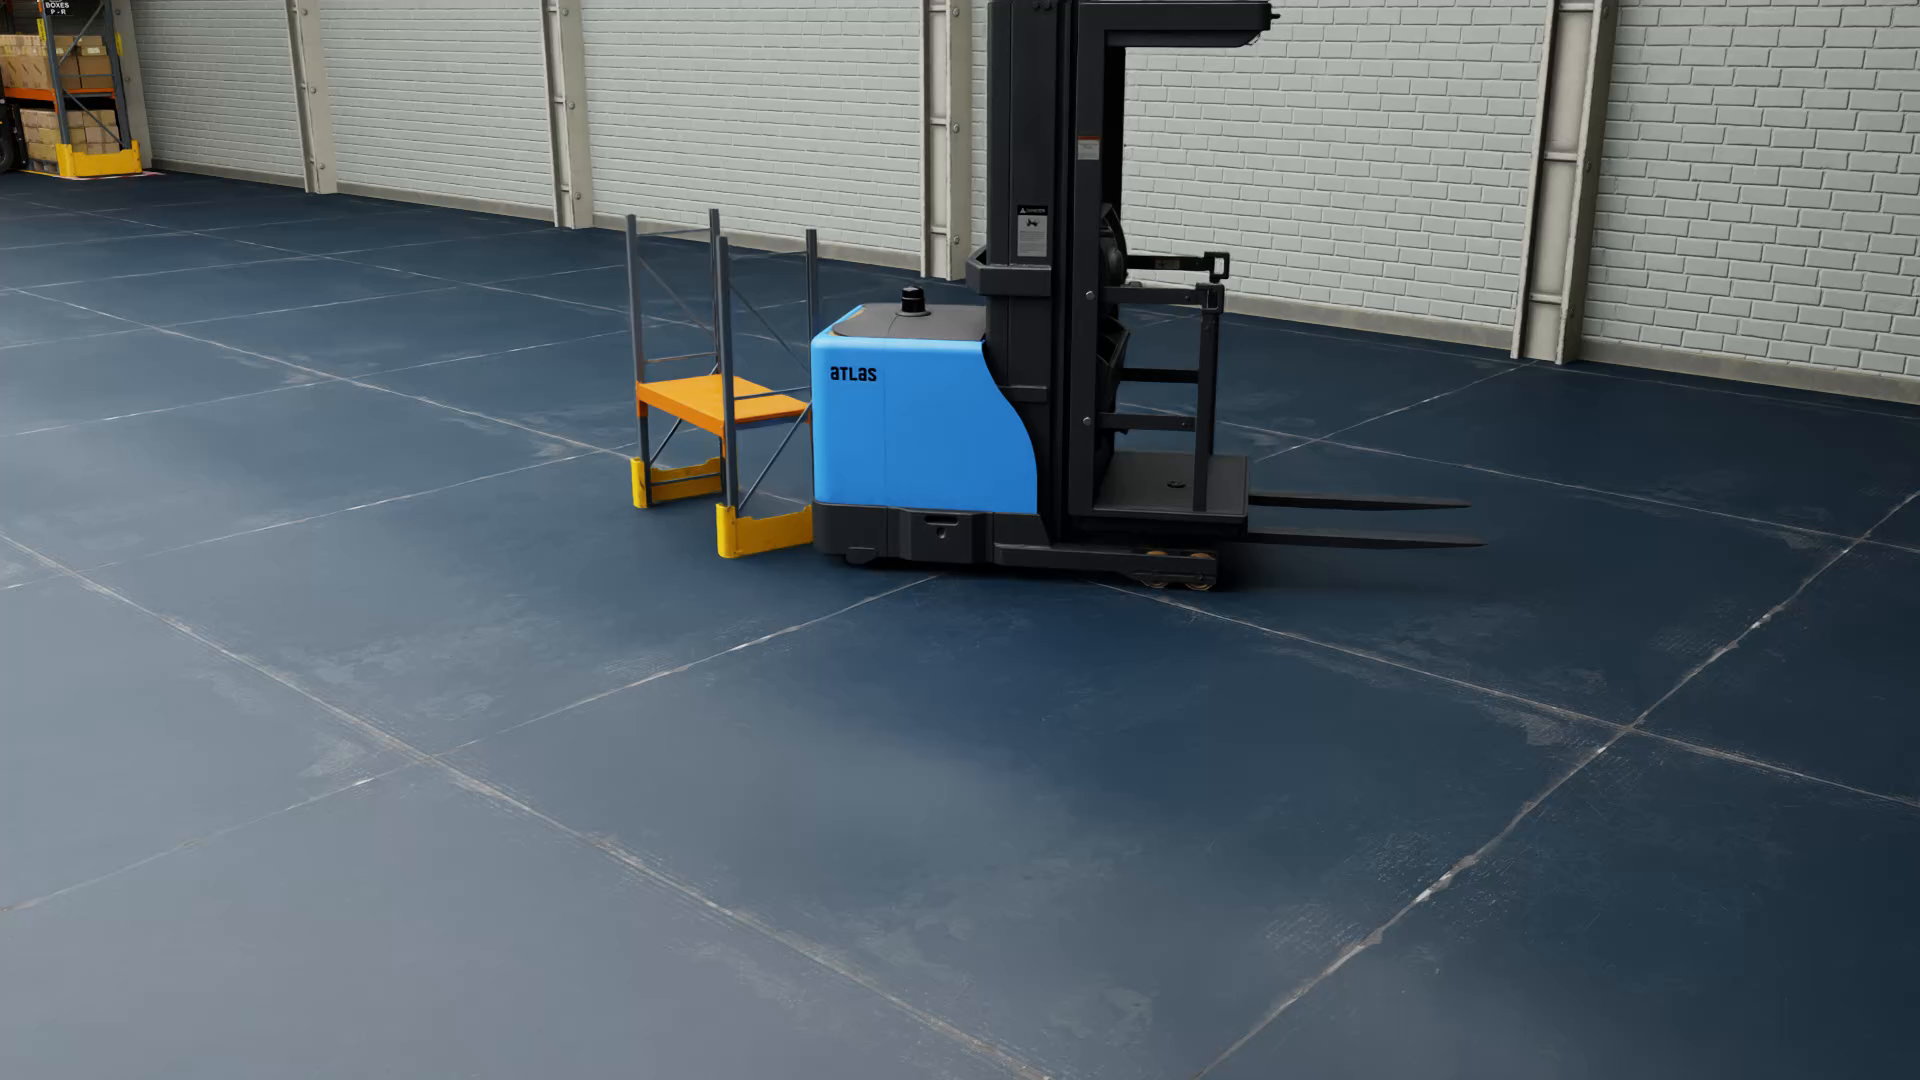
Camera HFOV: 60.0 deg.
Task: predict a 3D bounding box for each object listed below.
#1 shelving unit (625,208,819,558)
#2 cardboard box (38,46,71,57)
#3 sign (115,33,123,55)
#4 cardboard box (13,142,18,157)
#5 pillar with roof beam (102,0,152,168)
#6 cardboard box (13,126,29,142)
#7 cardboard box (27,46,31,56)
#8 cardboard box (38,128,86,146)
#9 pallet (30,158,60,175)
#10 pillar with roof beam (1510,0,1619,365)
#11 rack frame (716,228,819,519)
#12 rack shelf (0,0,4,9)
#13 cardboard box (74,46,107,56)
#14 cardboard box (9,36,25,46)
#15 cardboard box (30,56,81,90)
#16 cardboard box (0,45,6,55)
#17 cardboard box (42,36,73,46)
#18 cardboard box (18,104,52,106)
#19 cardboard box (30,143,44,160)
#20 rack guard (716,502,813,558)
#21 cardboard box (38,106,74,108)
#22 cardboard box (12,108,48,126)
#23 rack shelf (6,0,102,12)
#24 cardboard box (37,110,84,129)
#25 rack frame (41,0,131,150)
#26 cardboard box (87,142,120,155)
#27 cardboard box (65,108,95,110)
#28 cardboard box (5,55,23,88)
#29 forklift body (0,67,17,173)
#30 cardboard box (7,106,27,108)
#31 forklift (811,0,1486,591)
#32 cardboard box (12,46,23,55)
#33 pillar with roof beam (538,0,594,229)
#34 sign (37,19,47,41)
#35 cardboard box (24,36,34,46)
[{"bbox_3d":[-1.166,-0.812,8.190,0.587,1.500,1.083,-12,21,-32],"label":"shelving unit"},{"bbox_3d":[-14.121,-7.623,25.936,0.250,0.149,0.380,15,23,40],"label":"cardboard box"},{"bbox_3d":[-13.303,-7.835,26.279,0.005,0.325,0.100,15,23,39],"label":"sign"},{"bbox_3d":[-15.375,-6.476,27.411,0.500,0.250,0.500,16,24,41],"label":"cardboard box"},{"bbox_3d":[-16.456,-9.489,23.136,0.400,9.000,9.100,15,23,39],"label":"pillar with roof beam"},{"bbox_3d":[-15.016,-6.617,27.028,0.500,0.250,0.500,14,23,38],"label":"cardboard box"},{"bbox_3d":[-14.486,-7.734,26.284,0.250,0.149,0.380,16,23,40],"label":"cardboard box"},{"bbox_3d":[-14.248,-6.415,26.391,0.500,0.250,0.500,15,23,39],"label":"cardboard box"},{"bbox_3d":[-14.276,-6.075,26.905,1.213,0.211,1.003,15,23,39],"label":"pallet"},{"bbox_3d":[1.494,-4.671,7.952,0.400,9.000,9.100,15,23,39],"label":"pillar with roof beam"},{"bbox_3d":[-0.876,-0.682,7.781,0.500,1.500,0.032,-12,21,-32],"label":"rack frame"},{"bbox_3d":[-18.164,-9.552,29.481,4.000,0.370,1.077,15,23,39],"label":"rack shelf"},{"bbox_3d":[-13.758,-7.744,26.316,0.250,0.149,0.380,14,23,38],"label":"cardboard box"},{"bbox_3d":[-14.908,-7.966,26.524,0.250,0.149,0.380,16,23,41],"label":"cardboard box"},{"bbox_3d":[-14.219,-7.347,26.139,0.500,0.500,0.500,14,23,38],"label":"cardboard box"},{"bbox_3d":[-15.461,-7.982,27.065,0.250,0.149,0.380,14,23,38],"label":"cardboard box"},{"bbox_3d":[-14.084,-7.783,25.948,0.250,0.149,0.380,15,23,39],"label":"cardboard box"},{"bbox_3d":[-15.783,-7.276,28.278,0.500,0.250,0.500,15,23,38],"label":"cardboard box"},{"bbox_3d":[-14.603,-6.275,26.775,0.500,0.250,0.500,15,23,39],"label":"cardboard box"},{"bbox_3d":[-0.887,-0.091,7.985,0.587,0.250,0.087,-12,21,-32],"label":"rack guard"},{"bbox_3d":[-15.032,-7.072,27.636,0.500,0.250,0.500,14,23,38],"label":"cardboard box"},{"bbox_3d":[-14.997,-6.848,26.931,0.500,0.250,0.500,15,23,40],"label":"cardboard box"},{"bbox_3d":[-15.172,-8.749,26.950,4.000,0.370,1.077,15,23,39],"label":"rack shelf"},{"bbox_3d":[-14.228,-6.648,26.300,0.500,0.250,0.500,16,24,41],"label":"cardboard box"},{"bbox_3d":[-13.676,-7.260,26.030,0.127,3.000,1.000,15,23,39],"label":"rack frame"},{"bbox_3d":[-13.914,-6.293,26.832,0.500,0.250,0.500,15,23,39],"label":"cardboard box"},{"bbox_3d":[-14.286,-6.865,26.983,0.500,0.250,0.500,15,23,39],"label":"cardboard box"},{"bbox_3d":[-14.984,-7.556,26.797,0.500,0.500,0.500,14,23,38],"label":"cardboard box"},{"bbox_3d":[-16.305,-6.824,26.057,1.214,2.155,2.313,15,23,39],"label":"forklift body"},{"bbox_3d":[-15.759,-7.059,27.594,0.500,0.250,0.500,16,24,41],"label":"cardboard box"},{"bbox_3d":[0.881,-1.345,7.504,3.031,2.935,1.130,3,18,10],"label":"forklift"},{"bbox_3d":[-14.895,-7.829,26.584,0.250,0.149,0.380,14,22,38],"label":"cardboard box"},{"bbox_3d":[-7.481,-7.080,15.544,0.400,9.000,9.100,15,23,39],"label":"pillar with roof beam"},{"bbox_3d":[-14.047,-7.805,25.441,0.005,0.325,0.100,15,23,39],"label":"sign"},{"bbox_3d":[-14.503,-7.872,26.228,0.250,0.149,0.380,16,23,40],"label":"cardboard box"}]
